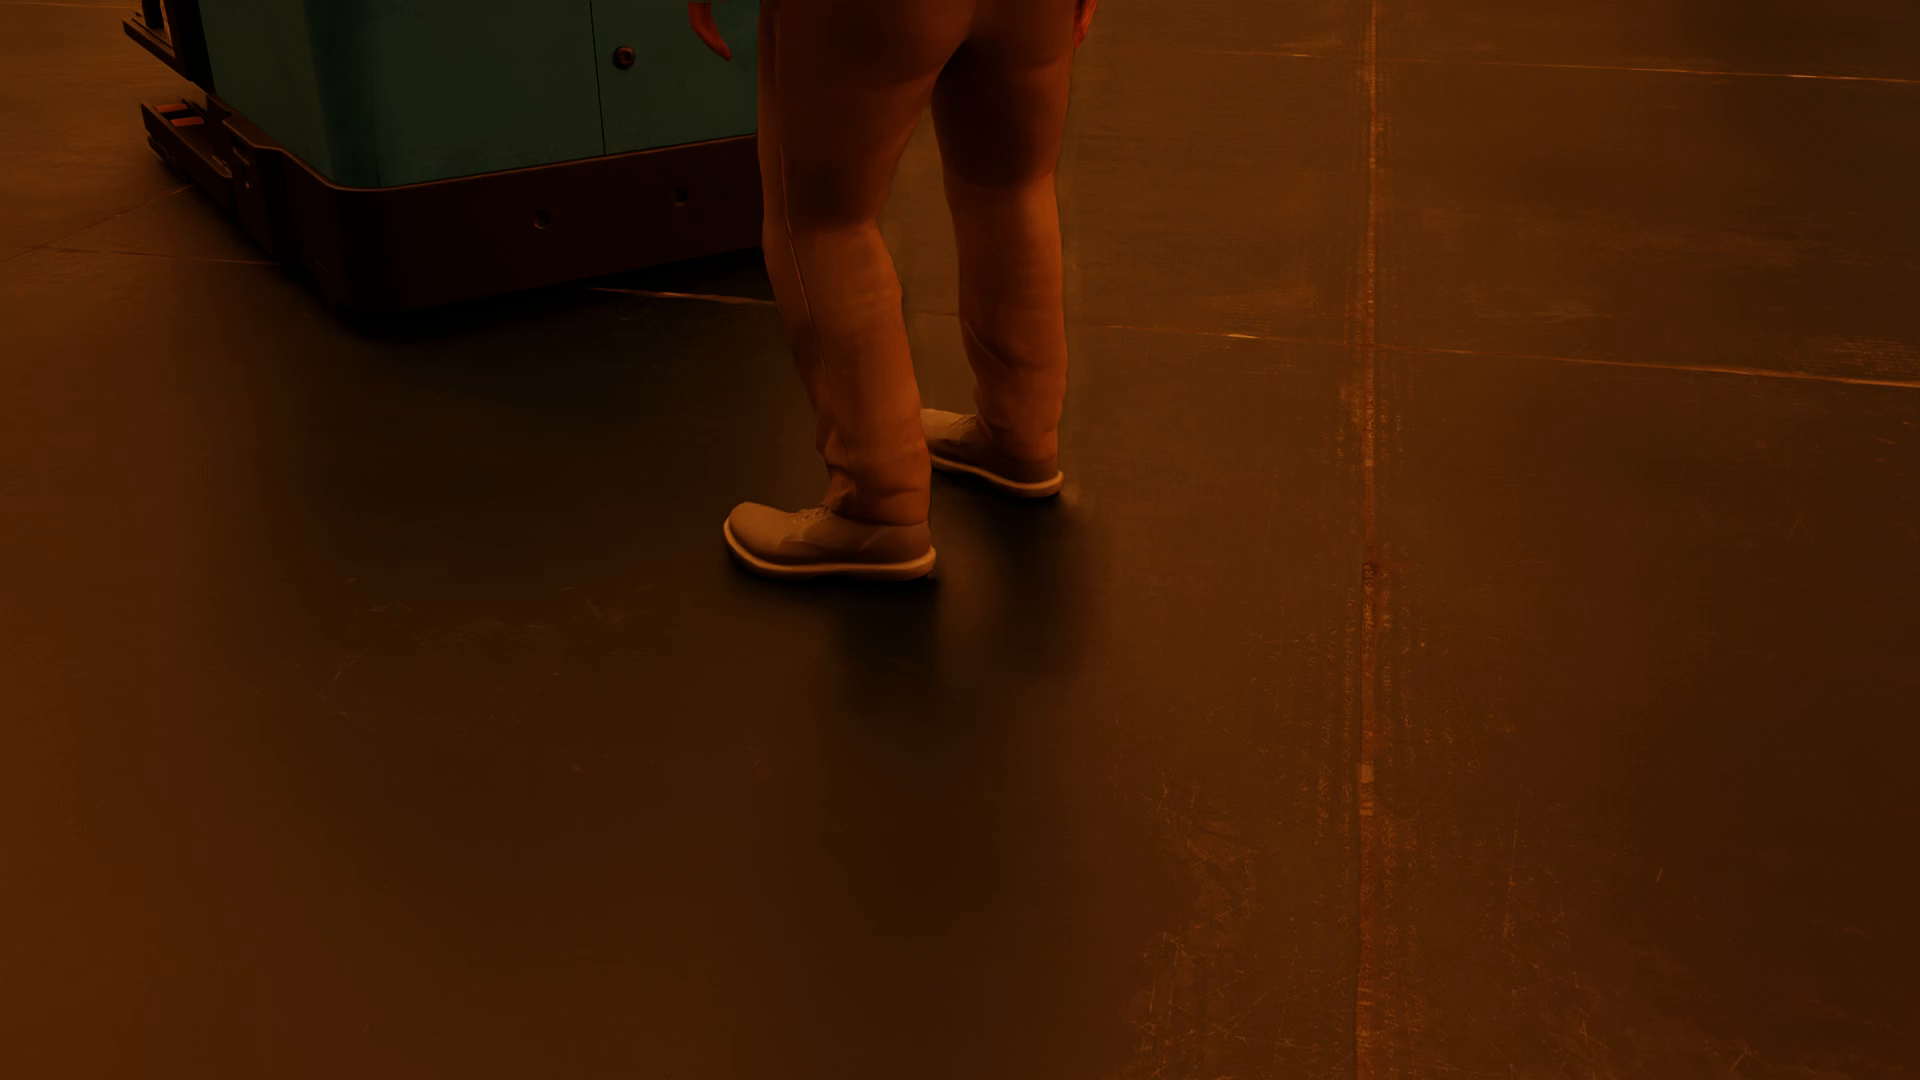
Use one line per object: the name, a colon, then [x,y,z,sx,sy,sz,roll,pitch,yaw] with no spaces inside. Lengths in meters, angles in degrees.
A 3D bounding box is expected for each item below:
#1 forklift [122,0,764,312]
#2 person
forklift: [-1.556,-2.361,3.925,1.130,2.935,3.031,-17,31,-30]
person: [-0.077,-0.800,2.196,0.630,1.710,0.487,-15,31,-28]
